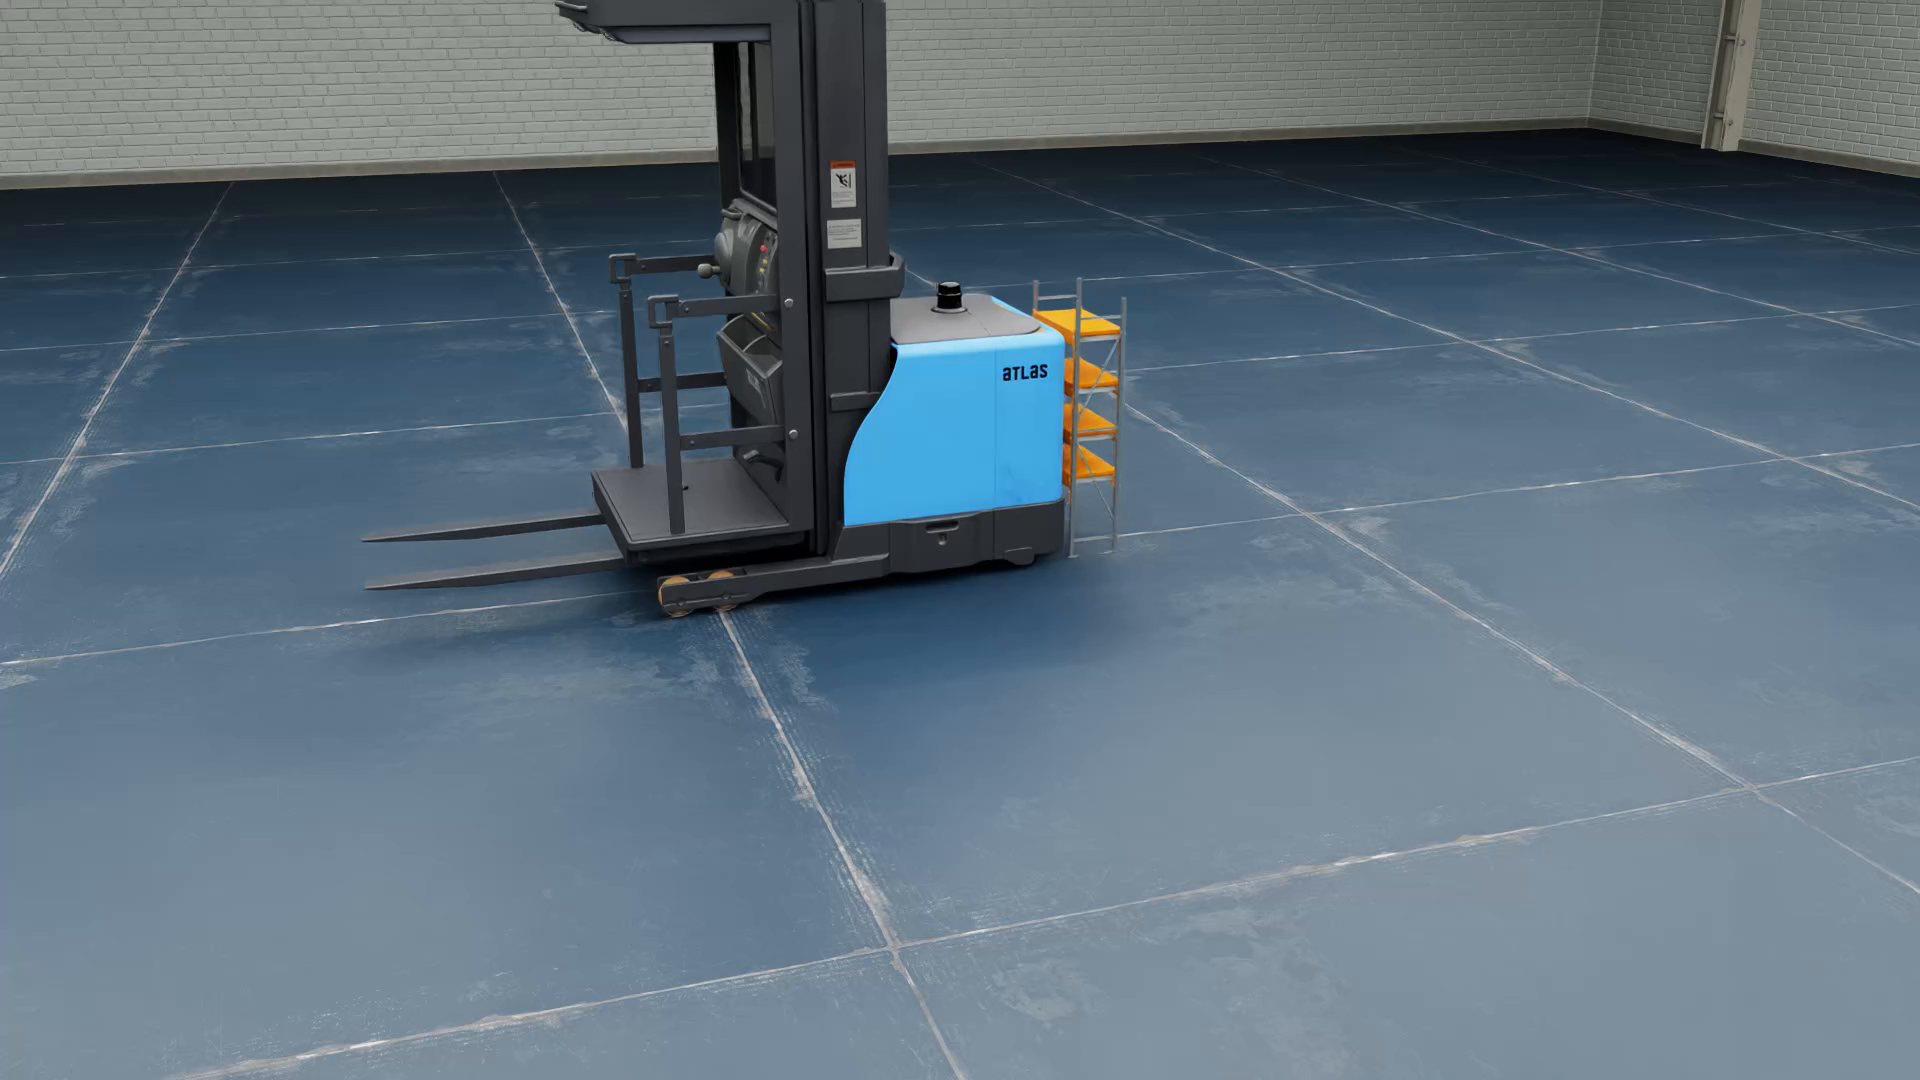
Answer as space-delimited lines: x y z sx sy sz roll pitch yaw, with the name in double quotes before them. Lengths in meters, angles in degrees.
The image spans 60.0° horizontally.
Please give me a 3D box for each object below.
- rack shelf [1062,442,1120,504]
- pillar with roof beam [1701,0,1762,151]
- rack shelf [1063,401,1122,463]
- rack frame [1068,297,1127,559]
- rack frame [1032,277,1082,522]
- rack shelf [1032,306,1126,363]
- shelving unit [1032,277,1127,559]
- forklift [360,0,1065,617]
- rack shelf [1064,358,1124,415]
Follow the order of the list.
"rack shelf" 0.533 -0.322 7.822 0.258 0.148 0.480 -7 21 -19
"pillar with roof beam" 6.372 -9.157 20.099 9.100 9.000 0.400 -6 21 -17
"rack shelf" 0.534 -0.509 7.755 0.258 0.148 0.480 -7 21 -19
"rack frame" 0.619 -0.495 7.517 0.240 1.200 0.015 -7 21 -19
"rack frame" 0.451 -0.650 7.948 0.240 1.200 0.015 -7 21 -19
"rack shelf" 0.537 -0.942 7.600 0.258 0.148 0.480 -7 21 -19
"shelving unit" 0.535 -0.572 7.732 0.258 1.200 0.503 -7 21 -19
"forklift" -1.097 -1.256 7.078 3.031 2.935 1.130 -7 21 -19
"rack shelf" 0.536 -0.720 7.680 0.258 0.148 0.480 -7 21 -19
